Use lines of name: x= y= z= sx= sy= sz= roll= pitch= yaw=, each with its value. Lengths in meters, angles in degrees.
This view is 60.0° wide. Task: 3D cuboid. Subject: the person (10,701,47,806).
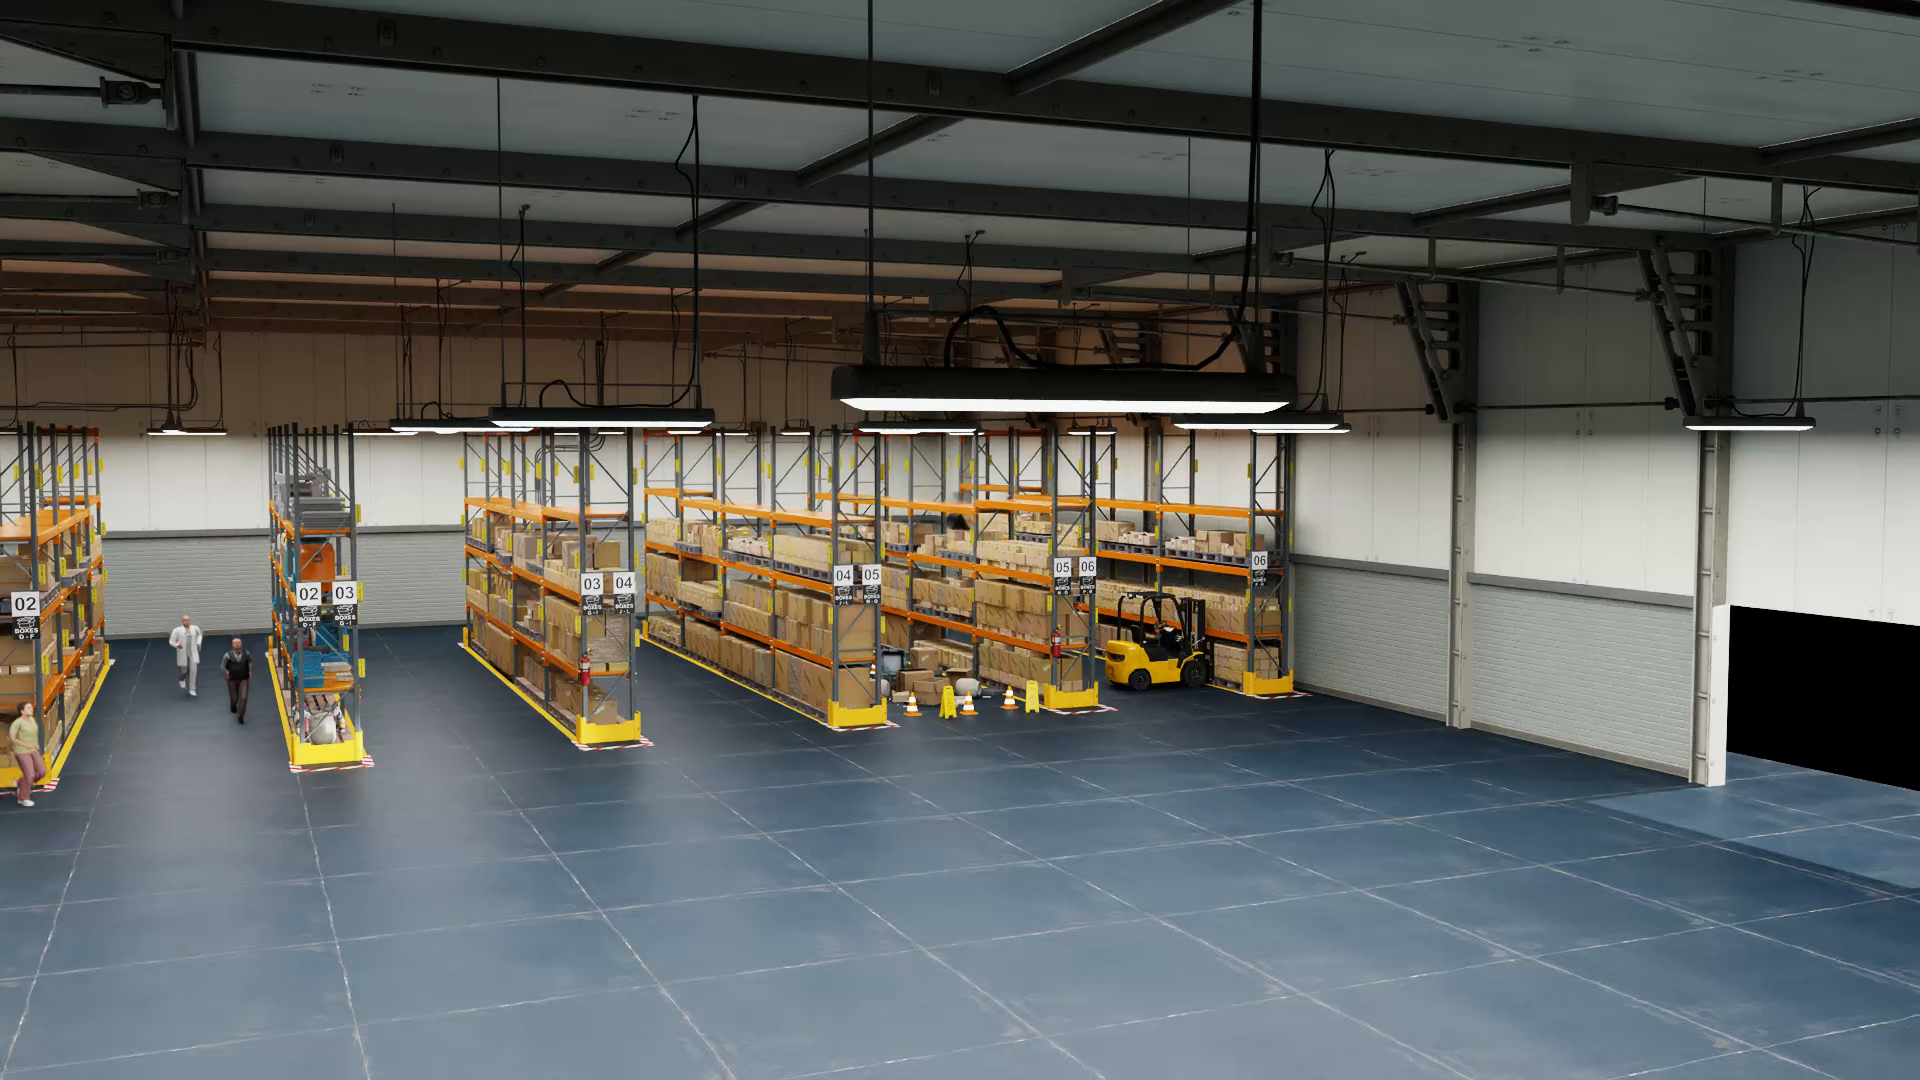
person: x=-14.590 y=3.324 z=25.996 sx=0.570 sy=1.635 sz=0.614 roll=1 pitch=4 yaw=10

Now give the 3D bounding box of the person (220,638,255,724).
person: x=-14.584 y=2.837 z=33.606 sx=0.661 sy=1.705 sz=0.792 roll=-2 pitch=4 yaw=-29

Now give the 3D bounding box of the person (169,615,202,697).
person: x=-17.279 y=2.571 z=37.189 sx=0.710 sy=1.784 sz=0.965 roll=-3 pitch=4 yaw=-36

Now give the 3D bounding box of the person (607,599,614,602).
person: x=-10.320 y=1.974 z=47.578 sx=0.713 sy=1.778 sz=0.616 roll=3 pitch=4 yaw=38
